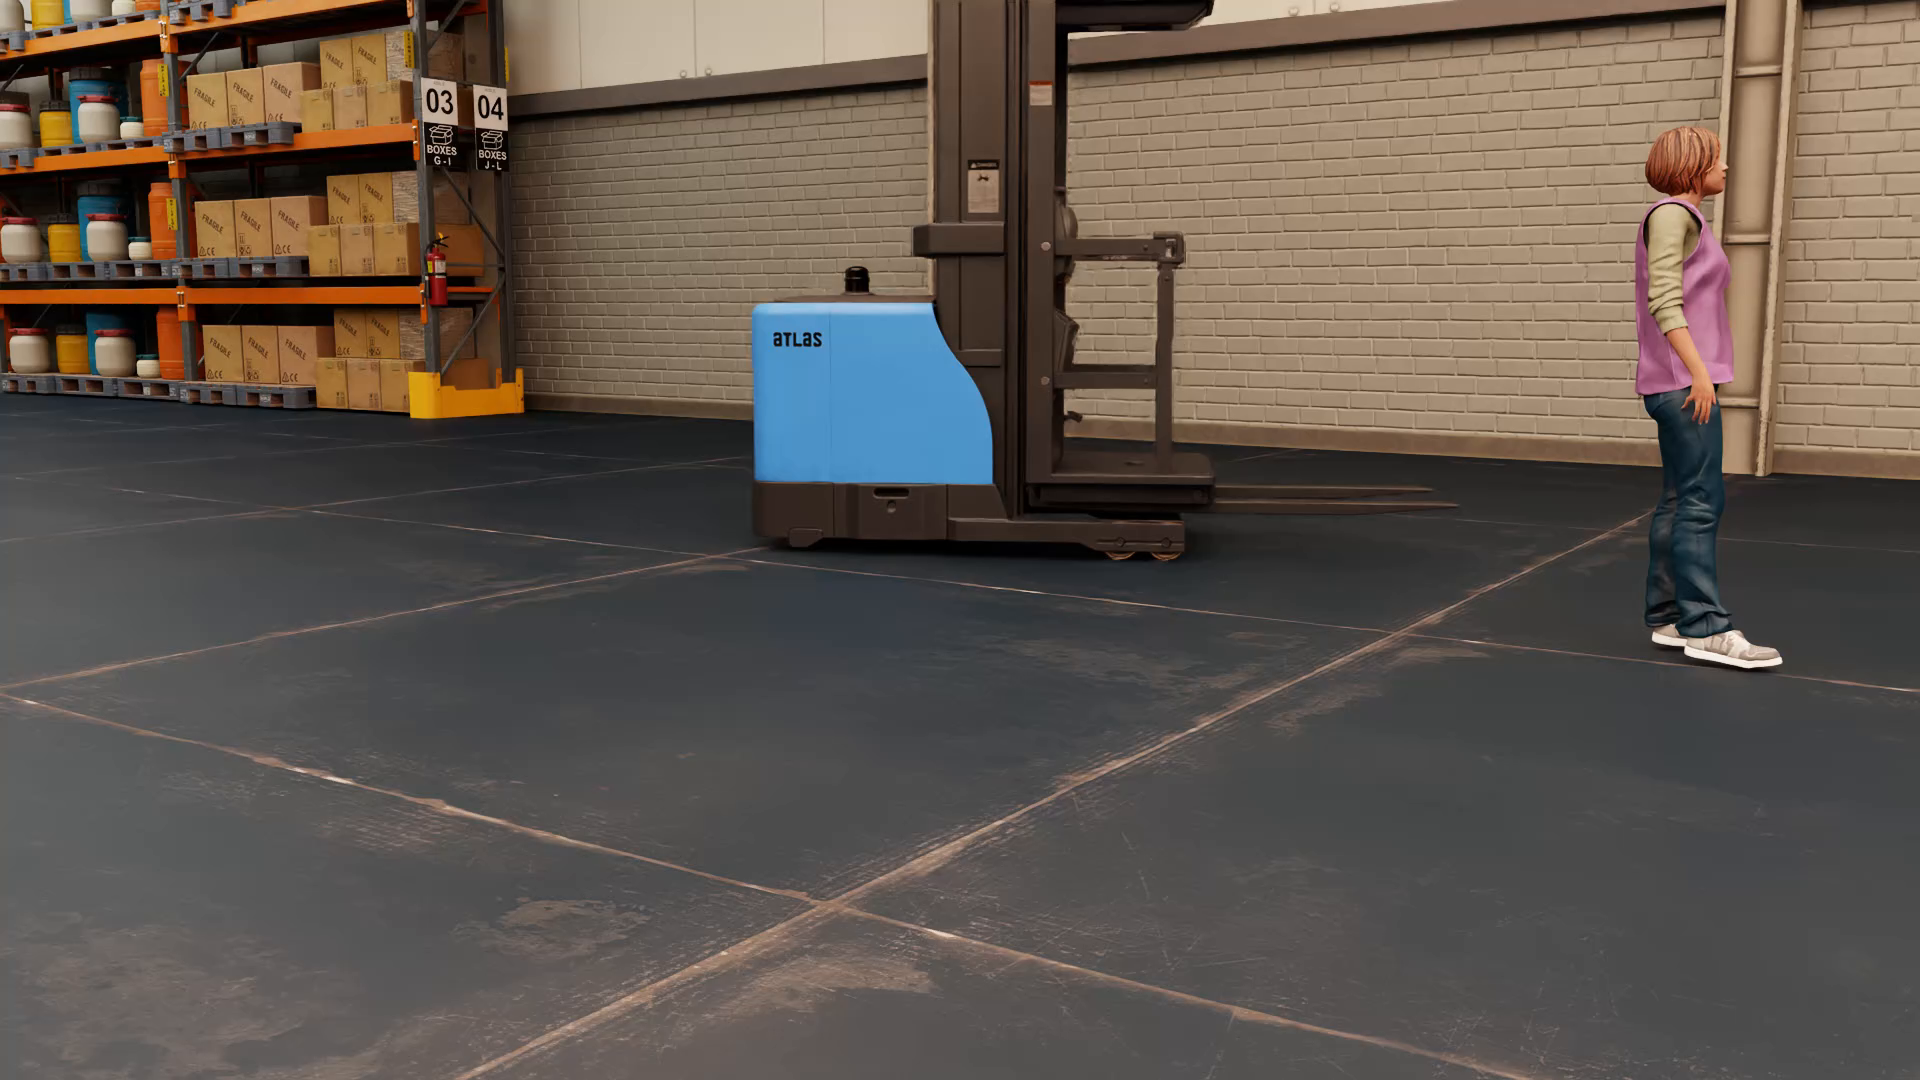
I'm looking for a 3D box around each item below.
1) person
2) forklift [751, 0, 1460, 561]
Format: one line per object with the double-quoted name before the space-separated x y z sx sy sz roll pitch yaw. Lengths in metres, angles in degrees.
"person" 2.282 -0.450 5.043 0.475 1.597 0.520 4 9 25
"forklift" 0.644 -1.443 7.341 3.031 2.935 1.130 1 8 6
